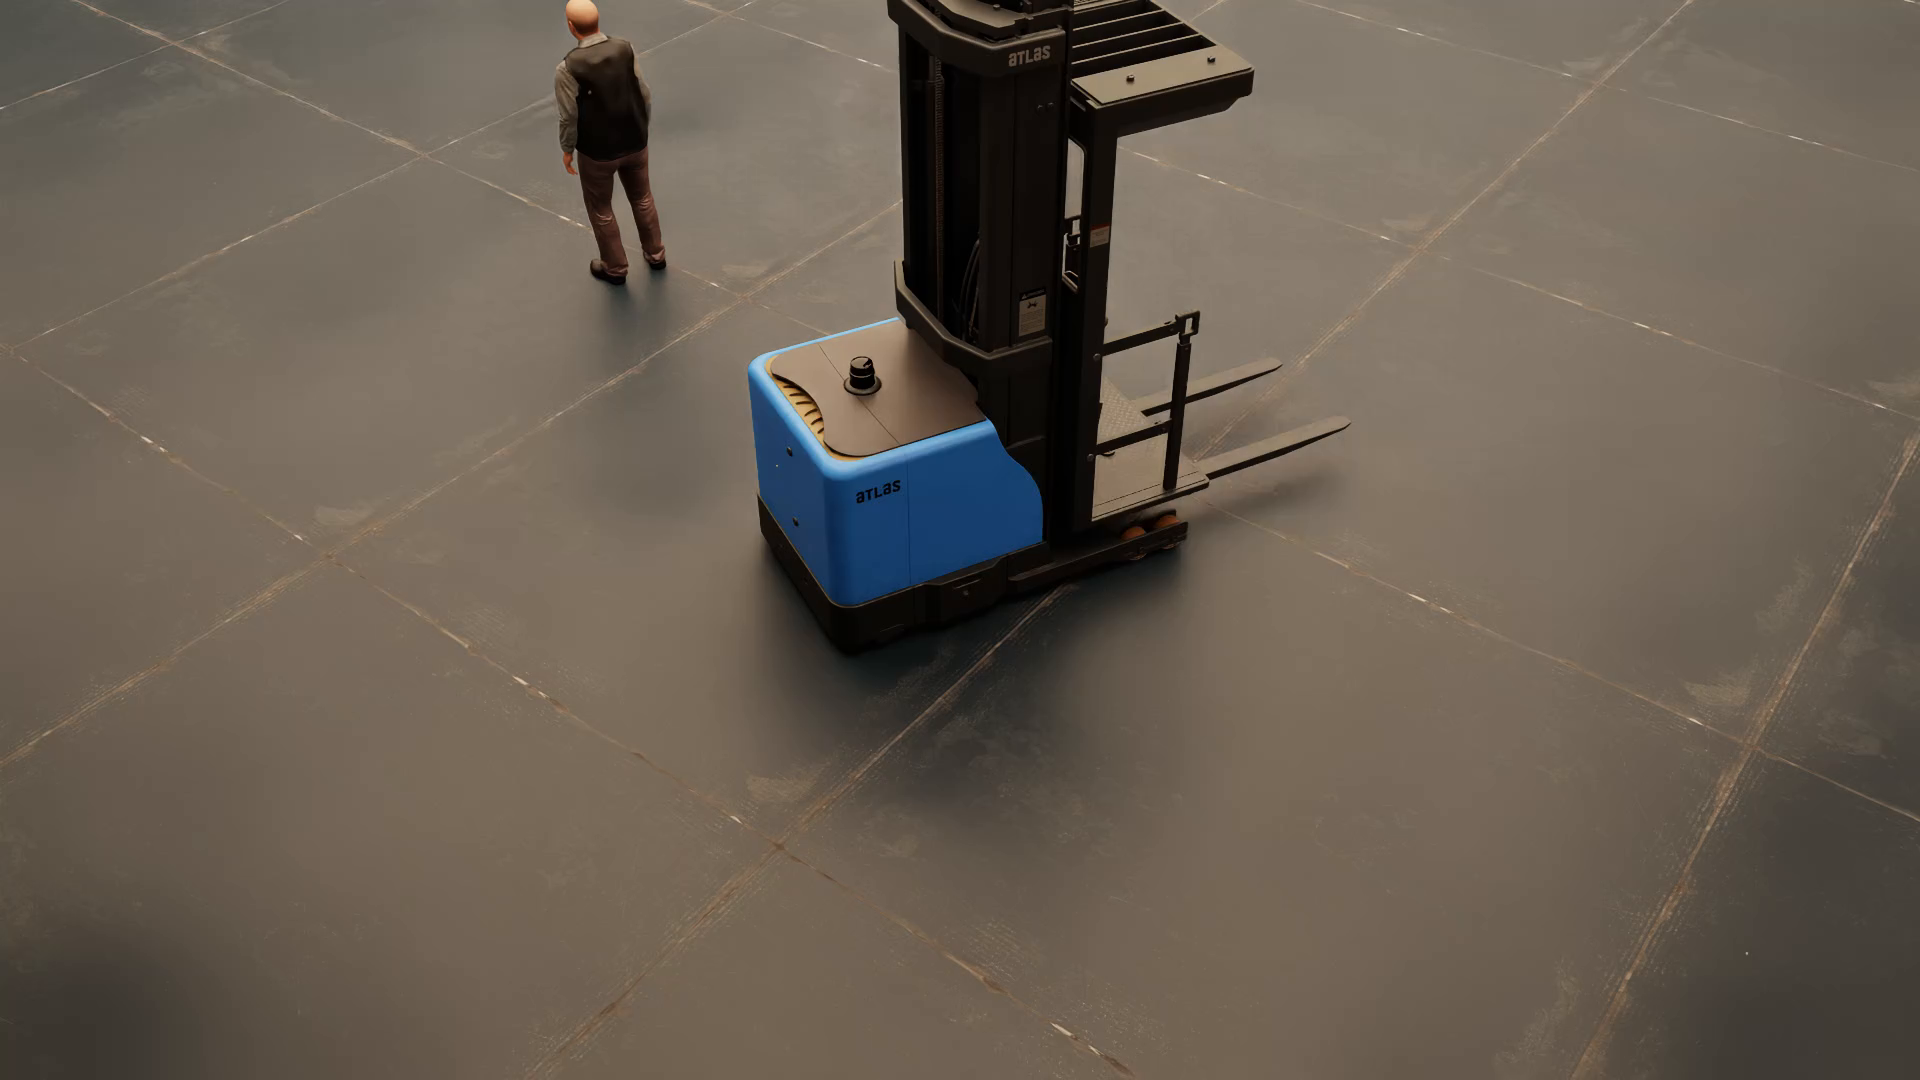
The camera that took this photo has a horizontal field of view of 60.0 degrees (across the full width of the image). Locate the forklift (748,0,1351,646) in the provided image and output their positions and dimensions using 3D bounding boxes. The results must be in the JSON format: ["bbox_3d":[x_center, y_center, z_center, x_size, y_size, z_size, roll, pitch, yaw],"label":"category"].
[{"bbox_3d":[0.555,-1.302,7.601,3.031,2.935,1.130,-19,44,-20],"label":"forklift"}]

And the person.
[{"bbox_3d":[-2.040,-2.265,9.742,0.589,1.620,0.414,-27,48,-28],"label":"person"}]
